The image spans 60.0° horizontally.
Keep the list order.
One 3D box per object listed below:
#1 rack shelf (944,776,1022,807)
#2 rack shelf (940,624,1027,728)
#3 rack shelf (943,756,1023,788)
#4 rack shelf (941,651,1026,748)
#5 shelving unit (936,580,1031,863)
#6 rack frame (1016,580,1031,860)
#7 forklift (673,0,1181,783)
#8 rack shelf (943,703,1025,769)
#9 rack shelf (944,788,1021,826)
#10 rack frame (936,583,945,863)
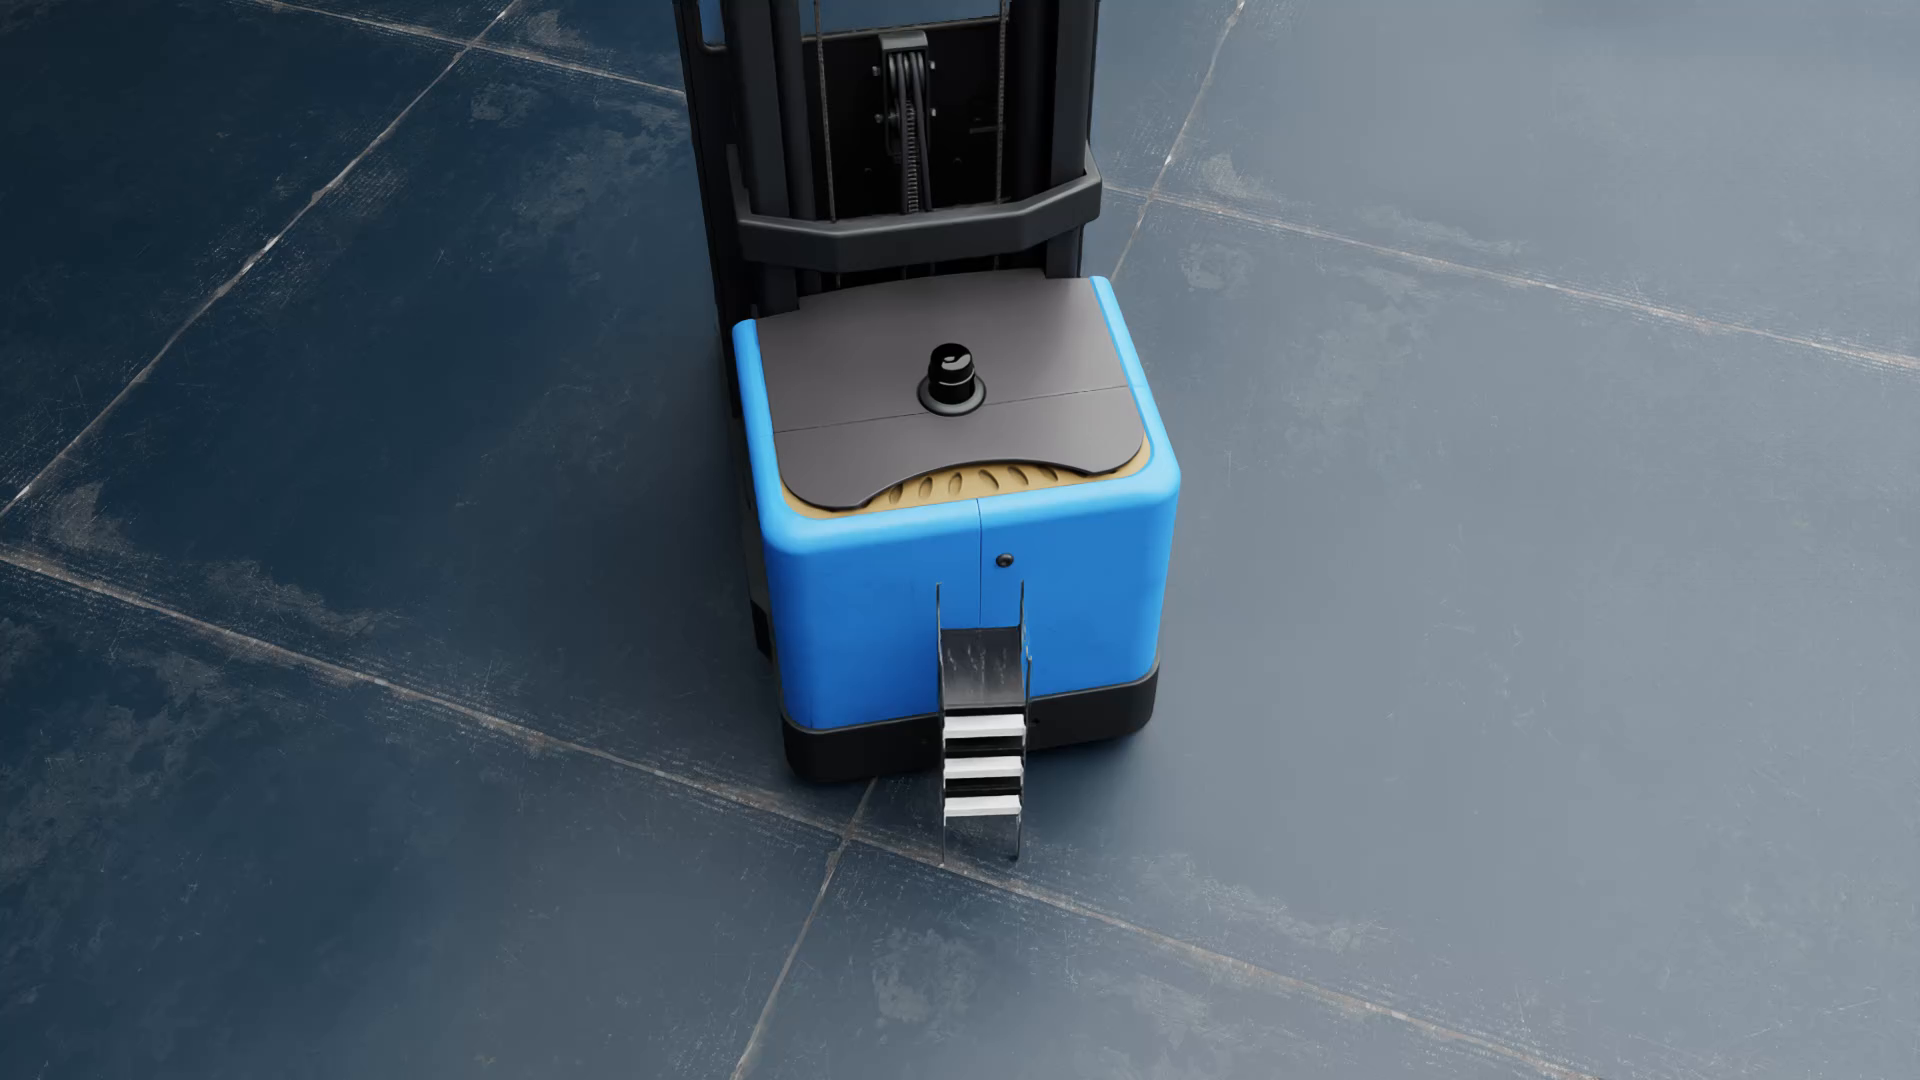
[{"bbox_3d":[0.052,0.565,4.327,0.200,0.077,0.258,-2,49,-2],"label":"rack shelf"},{"bbox_3d":[0.053,0.329,4.055,0.200,0.077,0.258,-2,49,-2],"label":"rack shelf"},{"bbox_3d":[0.052,0.506,4.259,0.200,0.077,0.258,-2,49,-2],"label":"rack shelf"},{"bbox_3d":[0.053,0.388,4.123,0.200,0.077,0.258,-2,49,-2],"label":"rack shelf"},{"bbox_3d":[0.053,0.484,4.234,0.210,0.900,0.258,-2,49,-2],"label":"shelving unit"},{"bbox_3d":[0.154,0.481,4.238,0.006,0.900,0.240,-2,49,-2],"label":"rack frame"},{"bbox_3d":[-0.228,-1.428,4.548,1.130,2.935,3.031,-8,50,-7],"label":"forklift"},{"bbox_3d":[0.053,0.447,4.191,0.200,0.077,0.258,-2,49,-2],"label":"rack shelf"},{"bbox_3d":[0.052,0.624,4.395,0.200,0.077,0.258,-2,49,-2],"label":"rack shelf"},{"bbox_3d":[-0.049,0.488,4.231,0.006,0.900,0.240,-2,49,-2],"label":"rack frame"}]
